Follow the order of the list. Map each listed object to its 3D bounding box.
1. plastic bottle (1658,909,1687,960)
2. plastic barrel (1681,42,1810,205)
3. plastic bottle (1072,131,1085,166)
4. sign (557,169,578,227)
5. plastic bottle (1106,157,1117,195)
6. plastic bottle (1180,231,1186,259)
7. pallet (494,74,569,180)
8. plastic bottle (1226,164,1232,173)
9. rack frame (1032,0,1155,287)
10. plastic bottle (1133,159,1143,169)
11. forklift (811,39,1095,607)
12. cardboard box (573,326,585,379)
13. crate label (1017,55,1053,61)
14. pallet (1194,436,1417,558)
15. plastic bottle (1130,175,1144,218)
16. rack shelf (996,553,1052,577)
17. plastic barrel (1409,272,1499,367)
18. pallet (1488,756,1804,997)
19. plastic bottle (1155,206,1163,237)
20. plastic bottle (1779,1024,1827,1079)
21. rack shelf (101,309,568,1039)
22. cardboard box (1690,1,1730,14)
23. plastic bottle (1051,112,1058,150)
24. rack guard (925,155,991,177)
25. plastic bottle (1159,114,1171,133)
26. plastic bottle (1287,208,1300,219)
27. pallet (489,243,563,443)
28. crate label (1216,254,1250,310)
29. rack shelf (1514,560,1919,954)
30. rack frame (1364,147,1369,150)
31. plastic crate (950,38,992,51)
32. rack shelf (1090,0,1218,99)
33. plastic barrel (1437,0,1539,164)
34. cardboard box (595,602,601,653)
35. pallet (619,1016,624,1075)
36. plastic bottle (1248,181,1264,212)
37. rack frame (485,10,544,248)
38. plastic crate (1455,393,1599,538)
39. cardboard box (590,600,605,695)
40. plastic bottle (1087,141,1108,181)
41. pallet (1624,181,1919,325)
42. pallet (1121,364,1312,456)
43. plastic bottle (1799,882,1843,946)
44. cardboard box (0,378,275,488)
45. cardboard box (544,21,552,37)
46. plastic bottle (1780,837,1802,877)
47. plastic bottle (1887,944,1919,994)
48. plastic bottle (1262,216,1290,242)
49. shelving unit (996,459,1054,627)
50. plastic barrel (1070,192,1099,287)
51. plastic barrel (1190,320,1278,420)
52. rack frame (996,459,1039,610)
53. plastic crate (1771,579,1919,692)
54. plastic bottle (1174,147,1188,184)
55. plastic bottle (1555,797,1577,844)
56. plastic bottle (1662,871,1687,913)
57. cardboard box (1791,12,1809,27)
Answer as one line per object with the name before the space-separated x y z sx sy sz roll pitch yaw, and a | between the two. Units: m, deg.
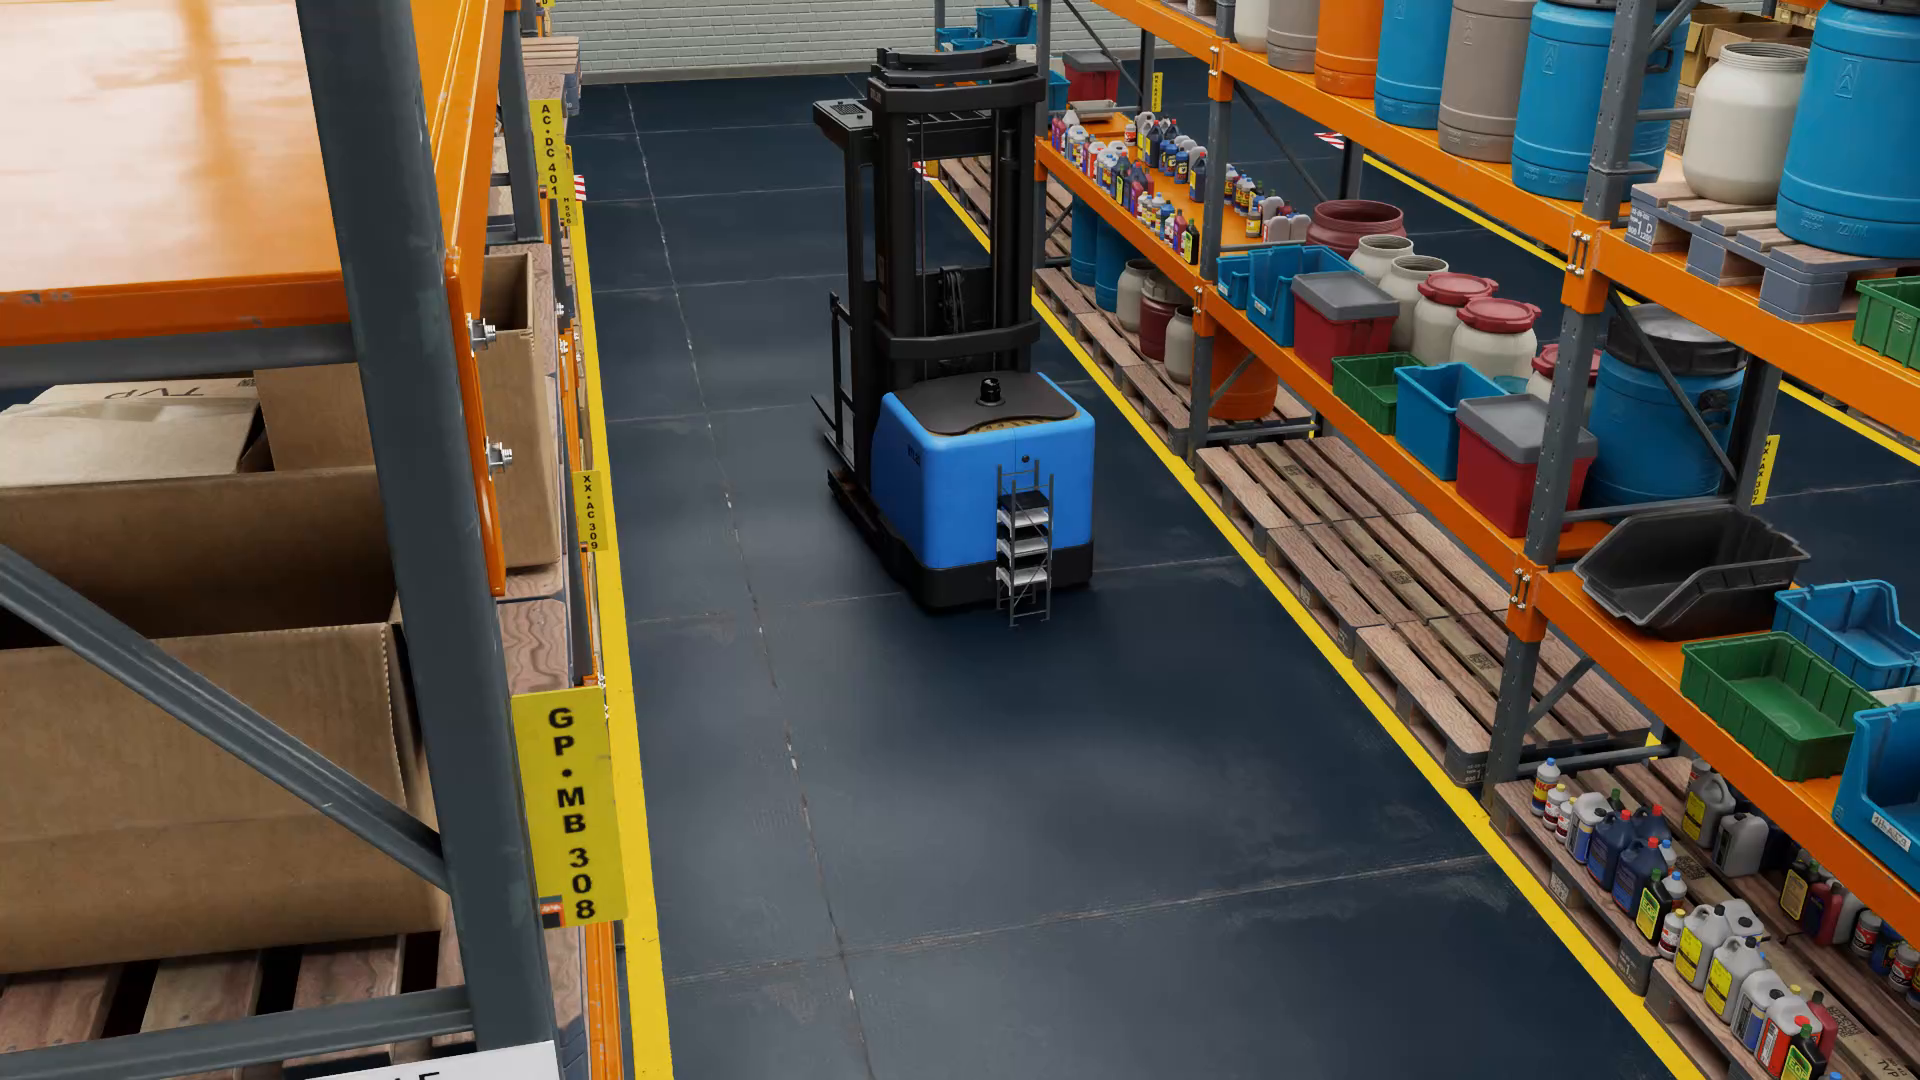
plastic bottle | 2.798 1.533 6.502 0.097 0.201 0.097 0 27 0
plastic barrel | 2.842 -1.494 5.961 0.421 0.512 0.421 0 27 0
plastic bottle | 0.949 -3.124 13.254 0.097 0.271 0.097 0 27 0
sign | -2.252 -1.955 9.510 0.100 0.325 0.005 -6 27 -12
plastic bottle | 1.149 -2.734 12.481 0.097 0.271 0.097 0 27 0
plastic bottle | 1.520 -1.980 11.065 0.097 0.201 0.097 0 27 0
pallet | -2.297 -1.856 7.479 1.003 0.211 1.213 -5 27 -9
plastic bottle | 1.940 -2.658 12.326 0.152 0.276 0.135 -6 27 -12
rack frame | 1.134 -3.638 14.129 1.000 3.000 0.127 -6 27 -12
plastic bottle | 1.311 -2.706 12.425 0.097 0.271 0.097 0 27 0
forklift | -0.217 -1.573 10.113 1.130 2.935 3.031 -9 28 -18
cardboard box | -2.847 -1.140 11.466 0.500 0.500 0.500 -6 27 -12
crate label | 0.730 -4.715 16.489 0.396 0.136 0.243 -6 27 -12
pallet | 2.172 -0.293 10.597 1.003 0.211 1.213 -6 27 -12
plastic bottle | 1.271 -2.466 11.936 0.061 0.283 0.133 -6 27 -12
rack shelf | 0.355 0.131 9.265 0.258 0.077 0.200 -9 28 -18
plastic barrel | 2.672 -1.141 9.031 0.433 0.535 0.433 0 27 0
pallet | 3.047 1.418 7.207 1.003 0.211 1.213 -6 27 -12
plastic bottle | 1.402 -2.210 11.519 0.097 0.201 0.097 0 27 0
plastic bottle | 2.953 1.835 5.812 0.061 0.283 0.133 -5 27 -10
rack shelf | -1.440 0.235 3.924 1.077 0.370 4.000 -6 27 -12
cardboard box | 6.111 -4.354 14.323 0.797 0.503 0.637 -7 28 -13
plastic bottle | 0.801 -3.382 13.751 0.061 0.283 0.133 -6 27 -12
rack guard | 0.214 -4.287 18.190 1.175 0.500 0.348 -6 27 -12
plastic bottle | 1.660 -3.246 13.407 0.144 0.351 0.185 -6 27 -12
plastic bottle | 2.253 -2.101 11.227 0.097 0.271 0.097 0 27 0
pallet | -1.673 -0.553 4.785 1.003 0.211 1.213 -6 27 -12
crate label | 1.765 -1.584 10.246 0.303 0.233 0.416 -6 27 -12
rack shelf | 3.387 1.073 5.593 1.077 0.370 4.000 -6 27 -12
rack frame | 5.058 -5.897 18.605 1.000 3.000 0.127 -6 27 -12
plastic crate | 0.115 -4.915 16.779 0.416 0.233 0.300 -6 27 -12
rack shelf | 1.584 -3.778 11.876 1.077 0.370 4.000 -6 27 -12
plastic barrel | 2.463 -2.177 7.350 0.600 0.901 0.600 0 27 0
cardboard box | -2.087 0.538 8.441 0.500 0.250 0.500 -5 27 -11
pallet | -1.752 1.973 6.106 1.003 0.211 1.213 -6 27 -12
plastic bottle | 2.110 -2.421 11.846 0.061 0.283 0.133 -6 27 -12
rack frame | -1.890 -2.303 4.826 1.000 3.000 0.127 -6 27 -12
plastic crate | 2.529 -0.336 7.516 0.402 0.464 0.583 -6 27 -12
cardboard box | -1.966 0.511 7.872 0.500 0.311 0.500 -7 28 -13
plastic bottle | 1.075 -2.934 12.872 0.152 0.276 0.135 -6 27 -12
pallet | 3.194 -1.074 5.930 1.213 0.211 1.003 -6 27 -12
pallet | 1.817 -0.979 11.956 1.003 0.211 1.213 -6 27 -12
plastic bottle | 3.408 1.452 6.570 0.061 0.283 0.133 -6 27 -12
cardboard box | -1.631 -0.141 3.349 0.500 0.311 0.500 -3 27 -6
cardboard box | -3.525 -3.863 13.354 0.500 0.500 0.500 -5 27 -10
plastic bottle | 3.483 1.295 6.881 0.061 0.283 0.133 -4 27 -8
plastic bottle | 3.611 1.617 6.334 0.097 0.201 0.097 0 27 0
plastic bottle | 2.104 -2.034 11.089 0.152 0.276 0.135 -6 27 -12
shelving unit | 0.355 0.021 9.209 0.258 0.900 0.210 -9 28 -18
plastic barrel | 1.240 -2.648 14.031 0.600 0.901 0.708 -6 27 -12
plastic barrel | 1.908 -1.314 11.466 0.600 0.830 0.708 -6 27 -12
rack frame | 0.320 -0.022 9.294 0.240 0.900 0.006 -9 28 -18
plastic crate | 3.450 0.399 6.296 0.499 0.251 0.616 -6 27 -12
plastic bottle | 1.699 -2.877 12.764 0.097 0.271 0.097 0 27 0
plastic bottle | 2.627 1.200 7.160 0.097 0.201 0.097 0 27 0
plastic bottle | 2.826 1.436 6.616 0.097 0.271 0.097 0 27 0
cardboard box | 9.764 -5.961 19.010 0.380 0.149 0.250 -5 27 -10
